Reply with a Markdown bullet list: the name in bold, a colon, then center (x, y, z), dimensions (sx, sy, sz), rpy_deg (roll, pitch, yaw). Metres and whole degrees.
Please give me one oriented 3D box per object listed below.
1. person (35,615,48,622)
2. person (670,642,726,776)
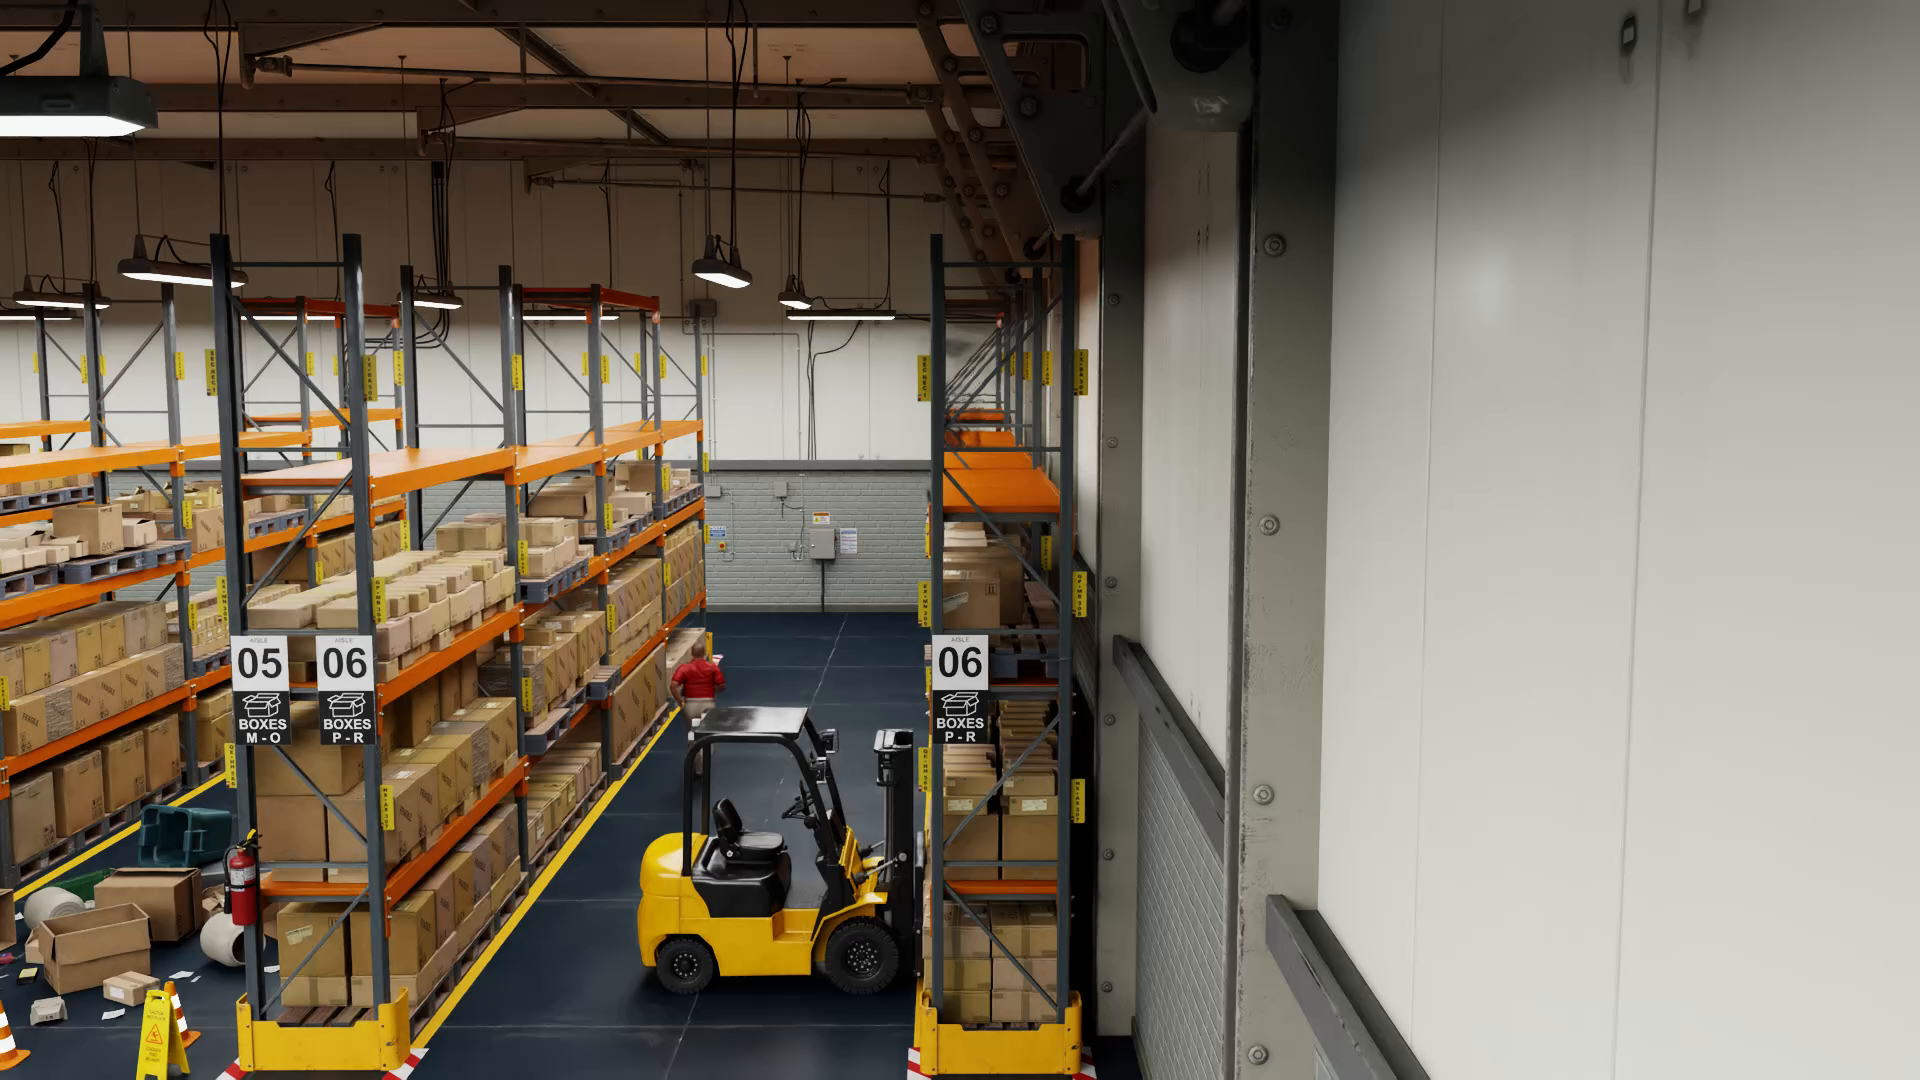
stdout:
- **person**: center (-12.867, 1.822, 23.502), dimensions (0.525, 1.545, 0.680), rpy_deg (0, 6, -3)
- **person**: center (-3.184, 2.115, 20.262), dimensions (0.672, 1.738, 0.813), rpy_deg (-1, 6, -7)
